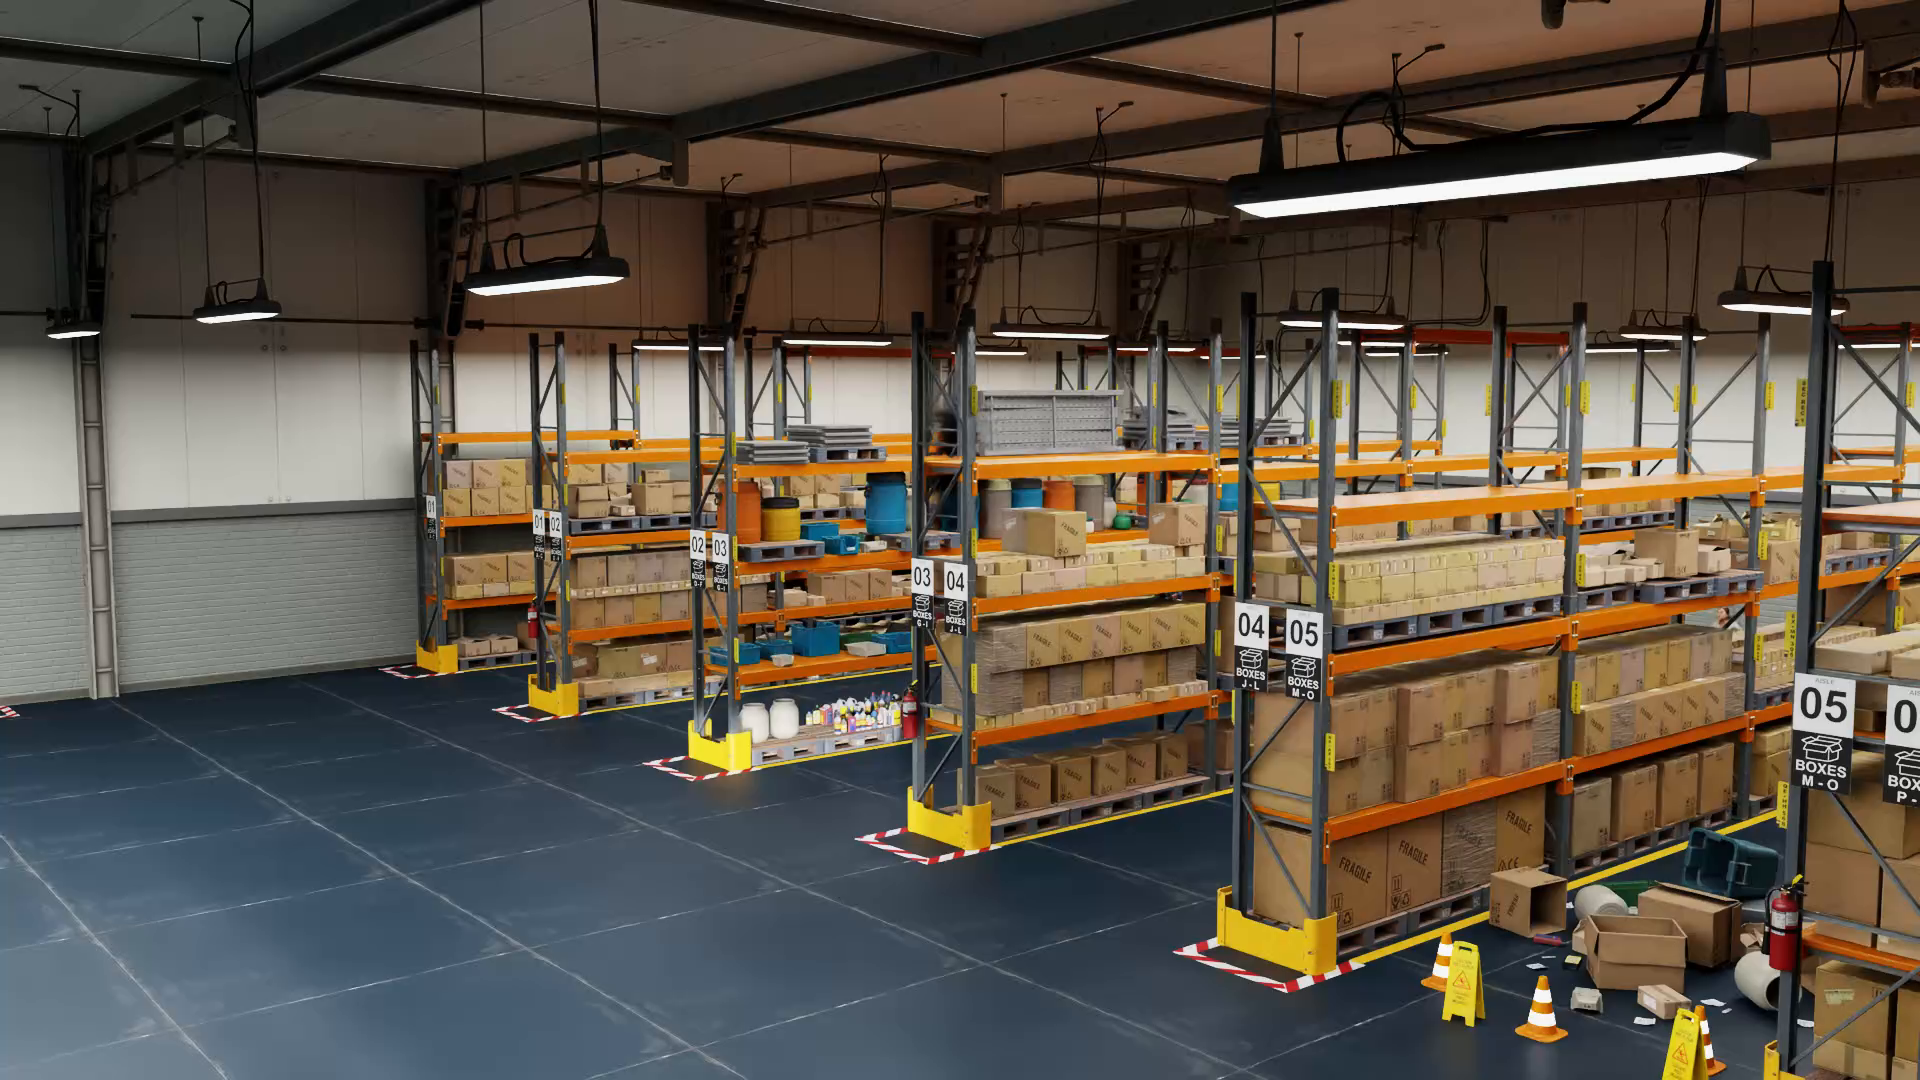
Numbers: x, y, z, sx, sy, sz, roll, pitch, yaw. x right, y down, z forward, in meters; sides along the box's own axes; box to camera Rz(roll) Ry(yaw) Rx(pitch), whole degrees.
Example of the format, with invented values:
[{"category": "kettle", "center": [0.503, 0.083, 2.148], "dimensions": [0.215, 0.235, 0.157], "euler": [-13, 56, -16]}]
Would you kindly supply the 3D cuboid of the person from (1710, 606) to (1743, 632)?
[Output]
[{"category": "person", "center": [12.403, 1.866, 27.019], "dimensions": [0.592, 1.608, 0.564], "euler": [-5, 7, -45]}]
